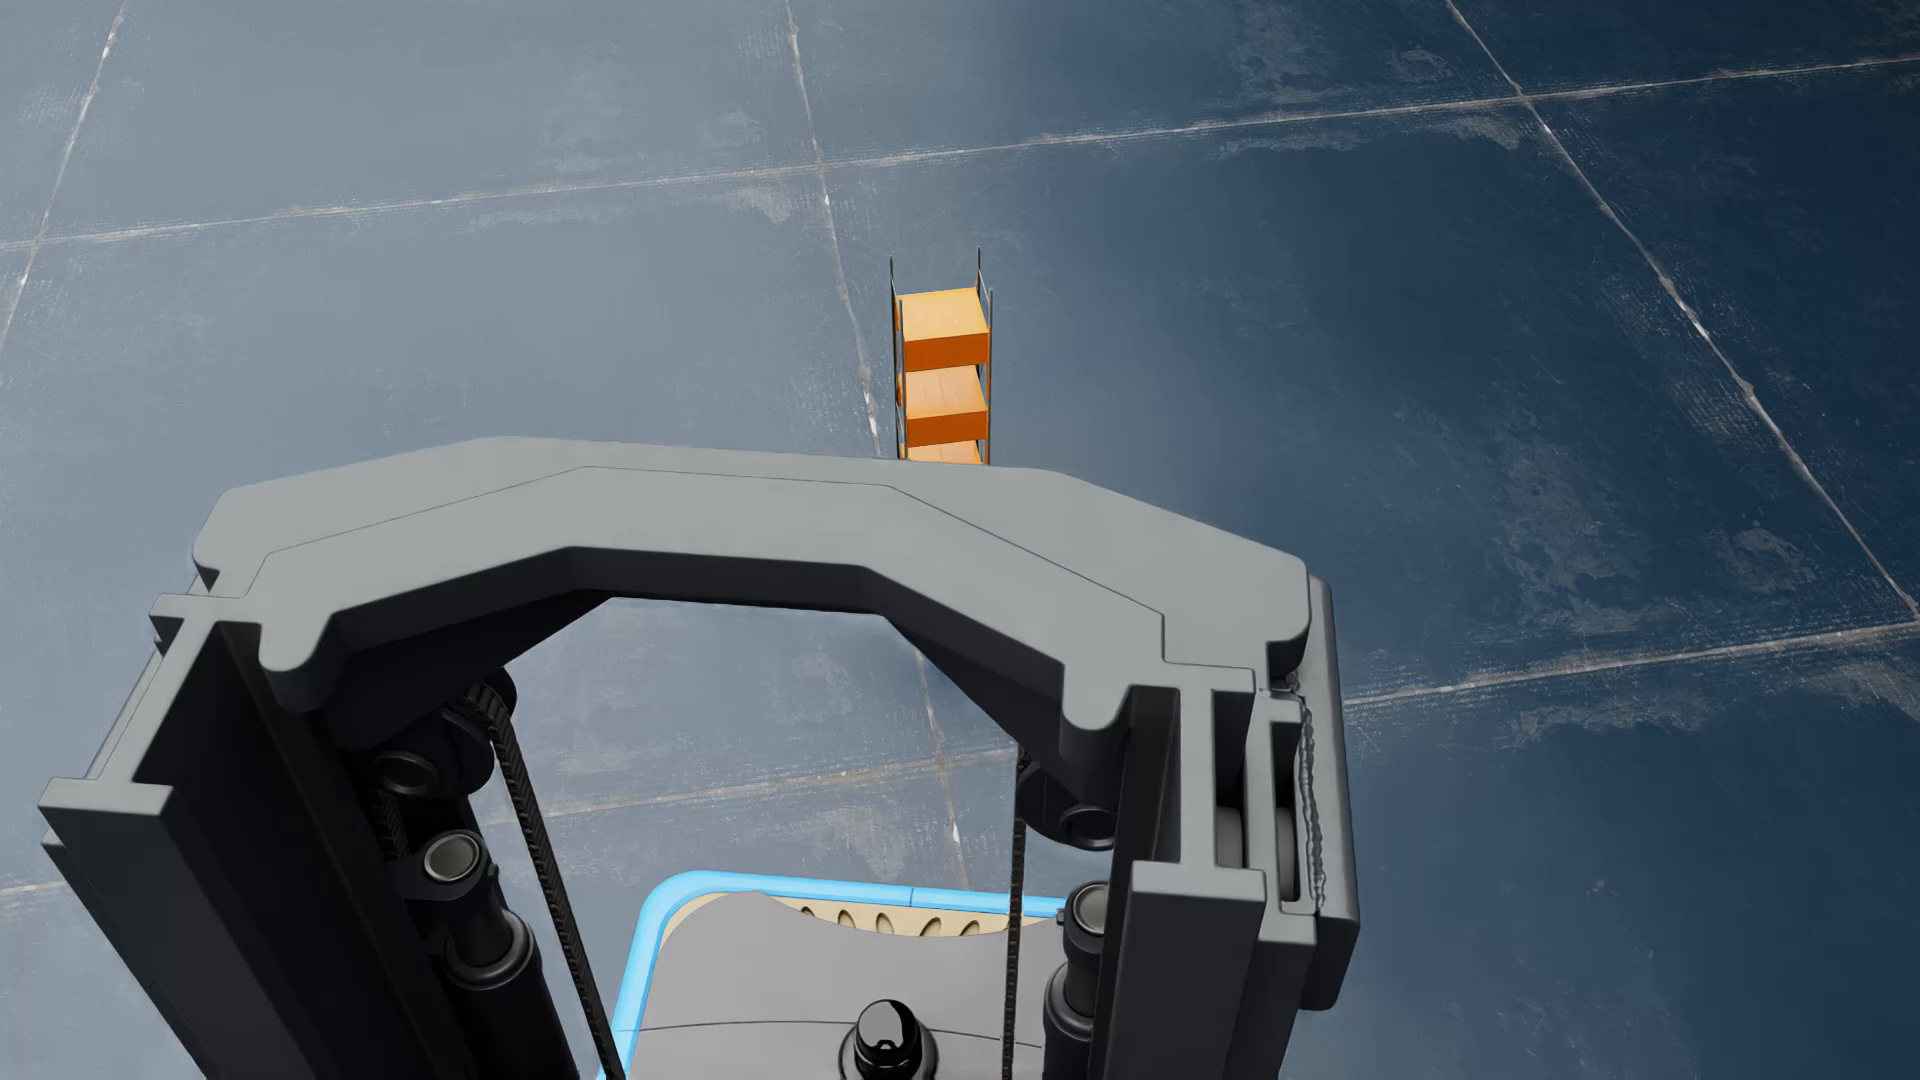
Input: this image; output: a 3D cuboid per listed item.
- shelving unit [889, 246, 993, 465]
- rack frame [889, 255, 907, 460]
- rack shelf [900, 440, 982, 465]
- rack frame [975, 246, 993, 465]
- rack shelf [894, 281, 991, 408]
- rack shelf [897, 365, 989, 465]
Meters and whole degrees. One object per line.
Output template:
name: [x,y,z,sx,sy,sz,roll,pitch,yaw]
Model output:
shelving unit: [-0.053,-0.358,4.866,0.252,1.050,0.215,-7,46,-7]
rack frame: [-0.173,-0.343,4.851,0.008,1.050,0.200,-7,46,-7]
rack shelf: [-0.053,-0.158,5.073,0.240,0.259,0.215,-7,46,-7]
rack frame: [0.067,-0.373,4.880,0.008,1.050,0.200,-7,46,-7]
rack shelf: [-0.053,-0.547,4.669,0.240,0.259,0.215,-7,46,-7]
rack shelf: [-0.053,-0.350,4.873,0.240,0.259,0.215,-7,46,-7]
